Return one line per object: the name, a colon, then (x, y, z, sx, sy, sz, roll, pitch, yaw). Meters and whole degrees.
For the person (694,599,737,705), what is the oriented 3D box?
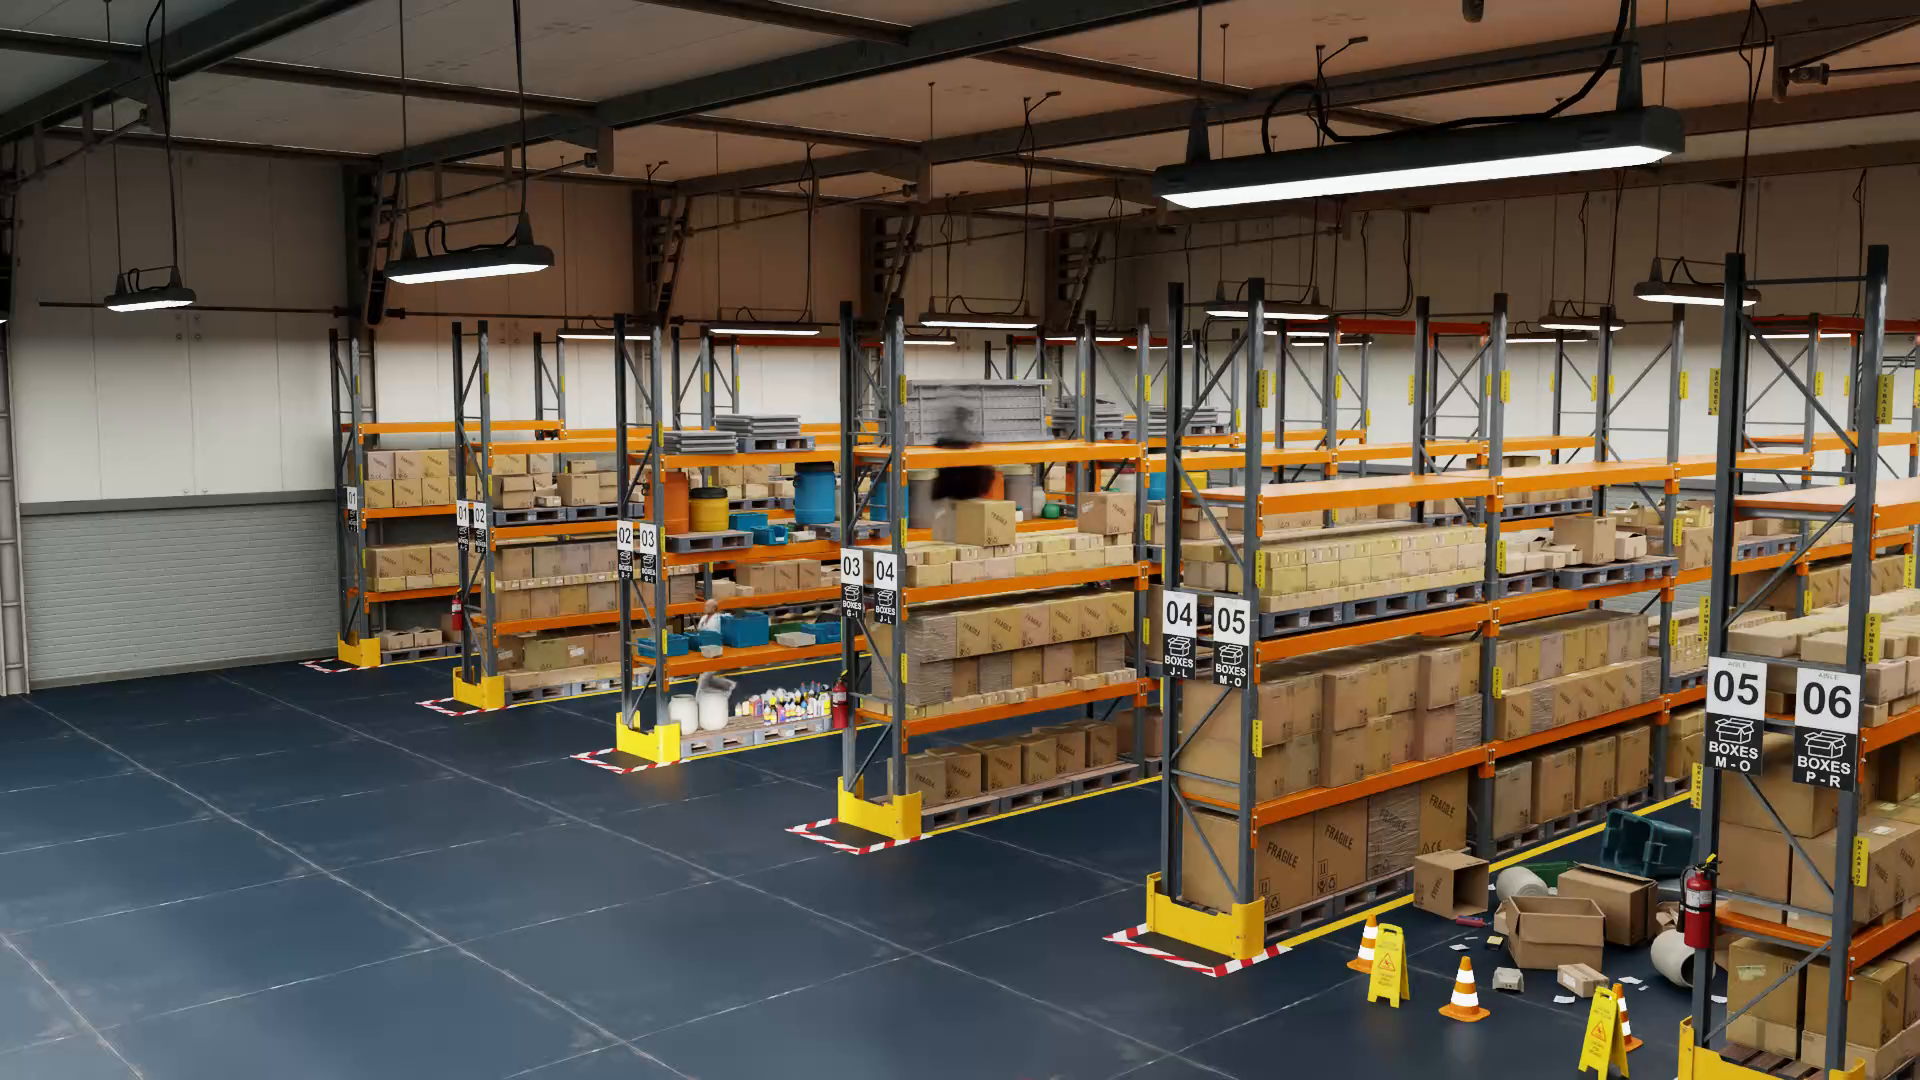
person: (-3.814, 1.774, 25.408, 0.724, 1.742, 1.079, 5, 8, 44)
